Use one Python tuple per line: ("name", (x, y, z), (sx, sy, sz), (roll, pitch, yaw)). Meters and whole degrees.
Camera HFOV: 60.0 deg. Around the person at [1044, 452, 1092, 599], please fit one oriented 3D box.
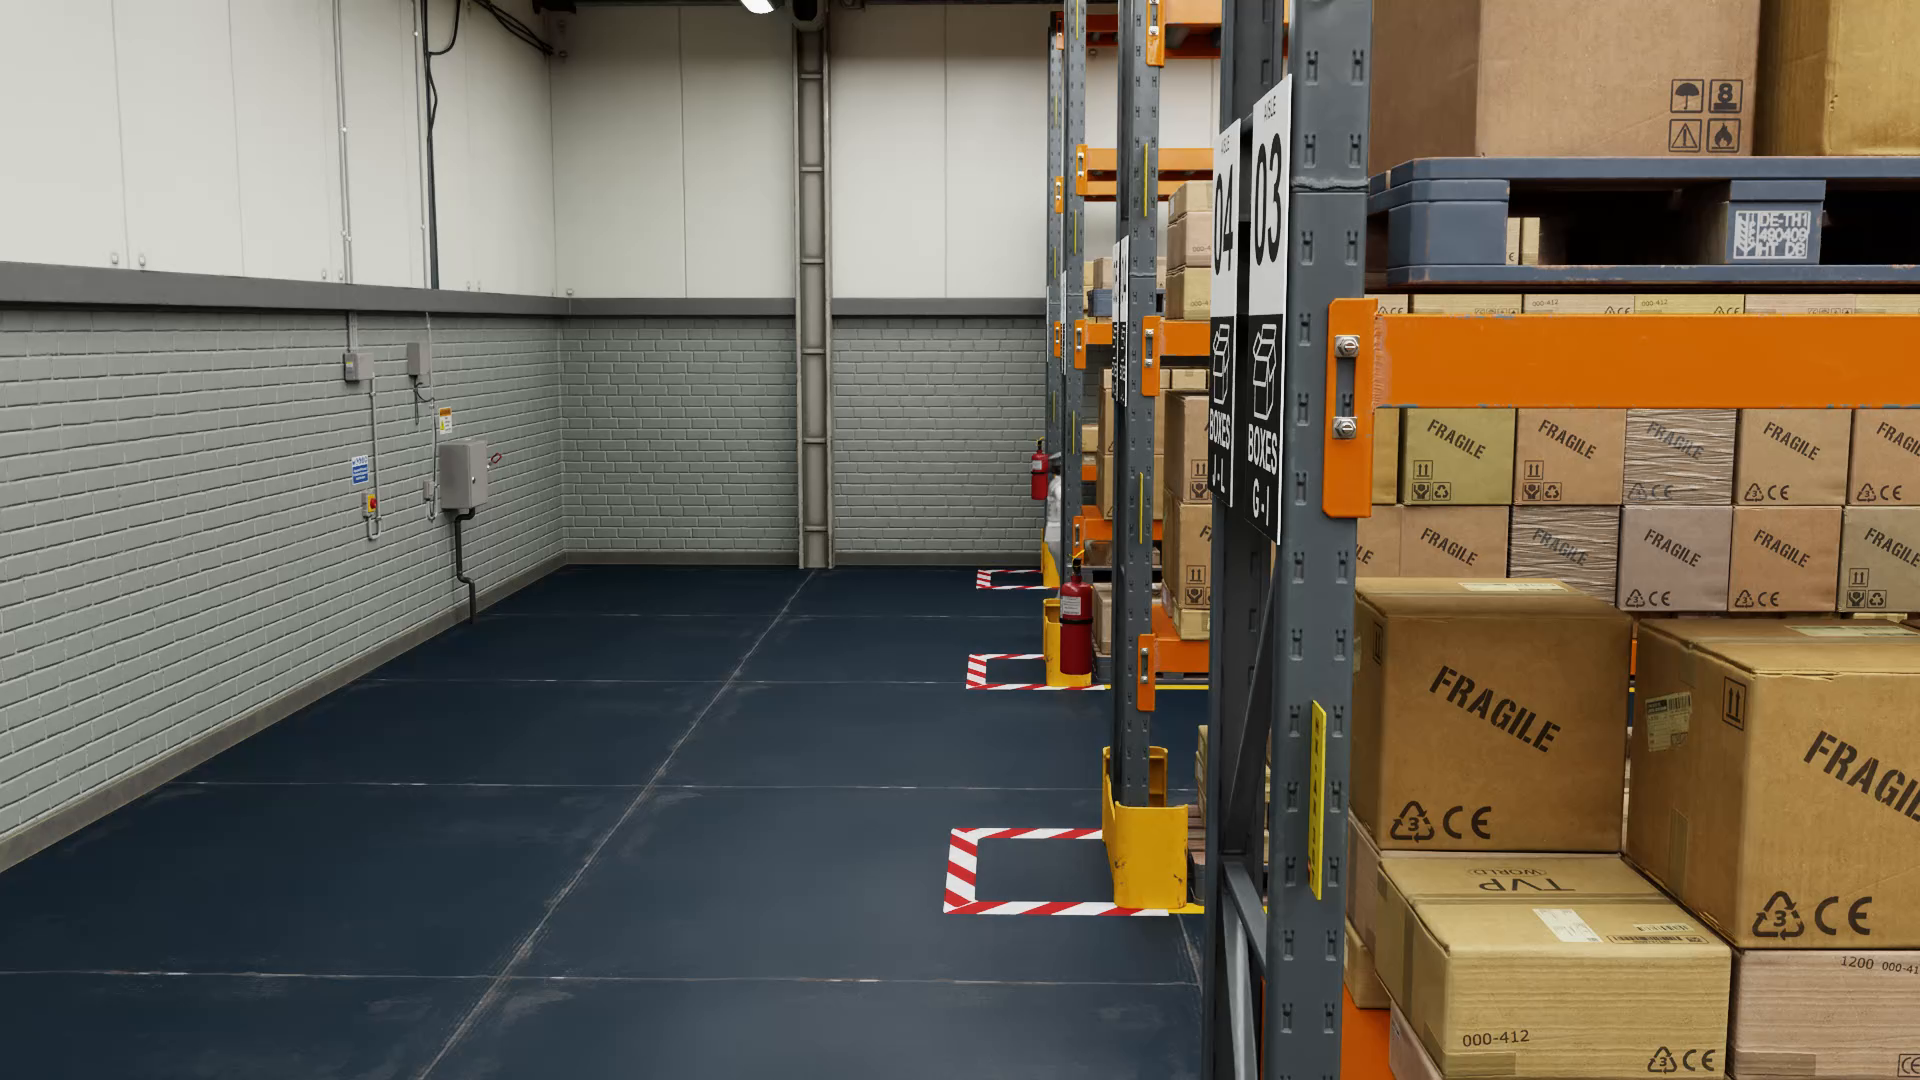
("person", (0.970, 0.032, 14.931), (0.425, 1.686, 0.498), (0, 7, 0))
